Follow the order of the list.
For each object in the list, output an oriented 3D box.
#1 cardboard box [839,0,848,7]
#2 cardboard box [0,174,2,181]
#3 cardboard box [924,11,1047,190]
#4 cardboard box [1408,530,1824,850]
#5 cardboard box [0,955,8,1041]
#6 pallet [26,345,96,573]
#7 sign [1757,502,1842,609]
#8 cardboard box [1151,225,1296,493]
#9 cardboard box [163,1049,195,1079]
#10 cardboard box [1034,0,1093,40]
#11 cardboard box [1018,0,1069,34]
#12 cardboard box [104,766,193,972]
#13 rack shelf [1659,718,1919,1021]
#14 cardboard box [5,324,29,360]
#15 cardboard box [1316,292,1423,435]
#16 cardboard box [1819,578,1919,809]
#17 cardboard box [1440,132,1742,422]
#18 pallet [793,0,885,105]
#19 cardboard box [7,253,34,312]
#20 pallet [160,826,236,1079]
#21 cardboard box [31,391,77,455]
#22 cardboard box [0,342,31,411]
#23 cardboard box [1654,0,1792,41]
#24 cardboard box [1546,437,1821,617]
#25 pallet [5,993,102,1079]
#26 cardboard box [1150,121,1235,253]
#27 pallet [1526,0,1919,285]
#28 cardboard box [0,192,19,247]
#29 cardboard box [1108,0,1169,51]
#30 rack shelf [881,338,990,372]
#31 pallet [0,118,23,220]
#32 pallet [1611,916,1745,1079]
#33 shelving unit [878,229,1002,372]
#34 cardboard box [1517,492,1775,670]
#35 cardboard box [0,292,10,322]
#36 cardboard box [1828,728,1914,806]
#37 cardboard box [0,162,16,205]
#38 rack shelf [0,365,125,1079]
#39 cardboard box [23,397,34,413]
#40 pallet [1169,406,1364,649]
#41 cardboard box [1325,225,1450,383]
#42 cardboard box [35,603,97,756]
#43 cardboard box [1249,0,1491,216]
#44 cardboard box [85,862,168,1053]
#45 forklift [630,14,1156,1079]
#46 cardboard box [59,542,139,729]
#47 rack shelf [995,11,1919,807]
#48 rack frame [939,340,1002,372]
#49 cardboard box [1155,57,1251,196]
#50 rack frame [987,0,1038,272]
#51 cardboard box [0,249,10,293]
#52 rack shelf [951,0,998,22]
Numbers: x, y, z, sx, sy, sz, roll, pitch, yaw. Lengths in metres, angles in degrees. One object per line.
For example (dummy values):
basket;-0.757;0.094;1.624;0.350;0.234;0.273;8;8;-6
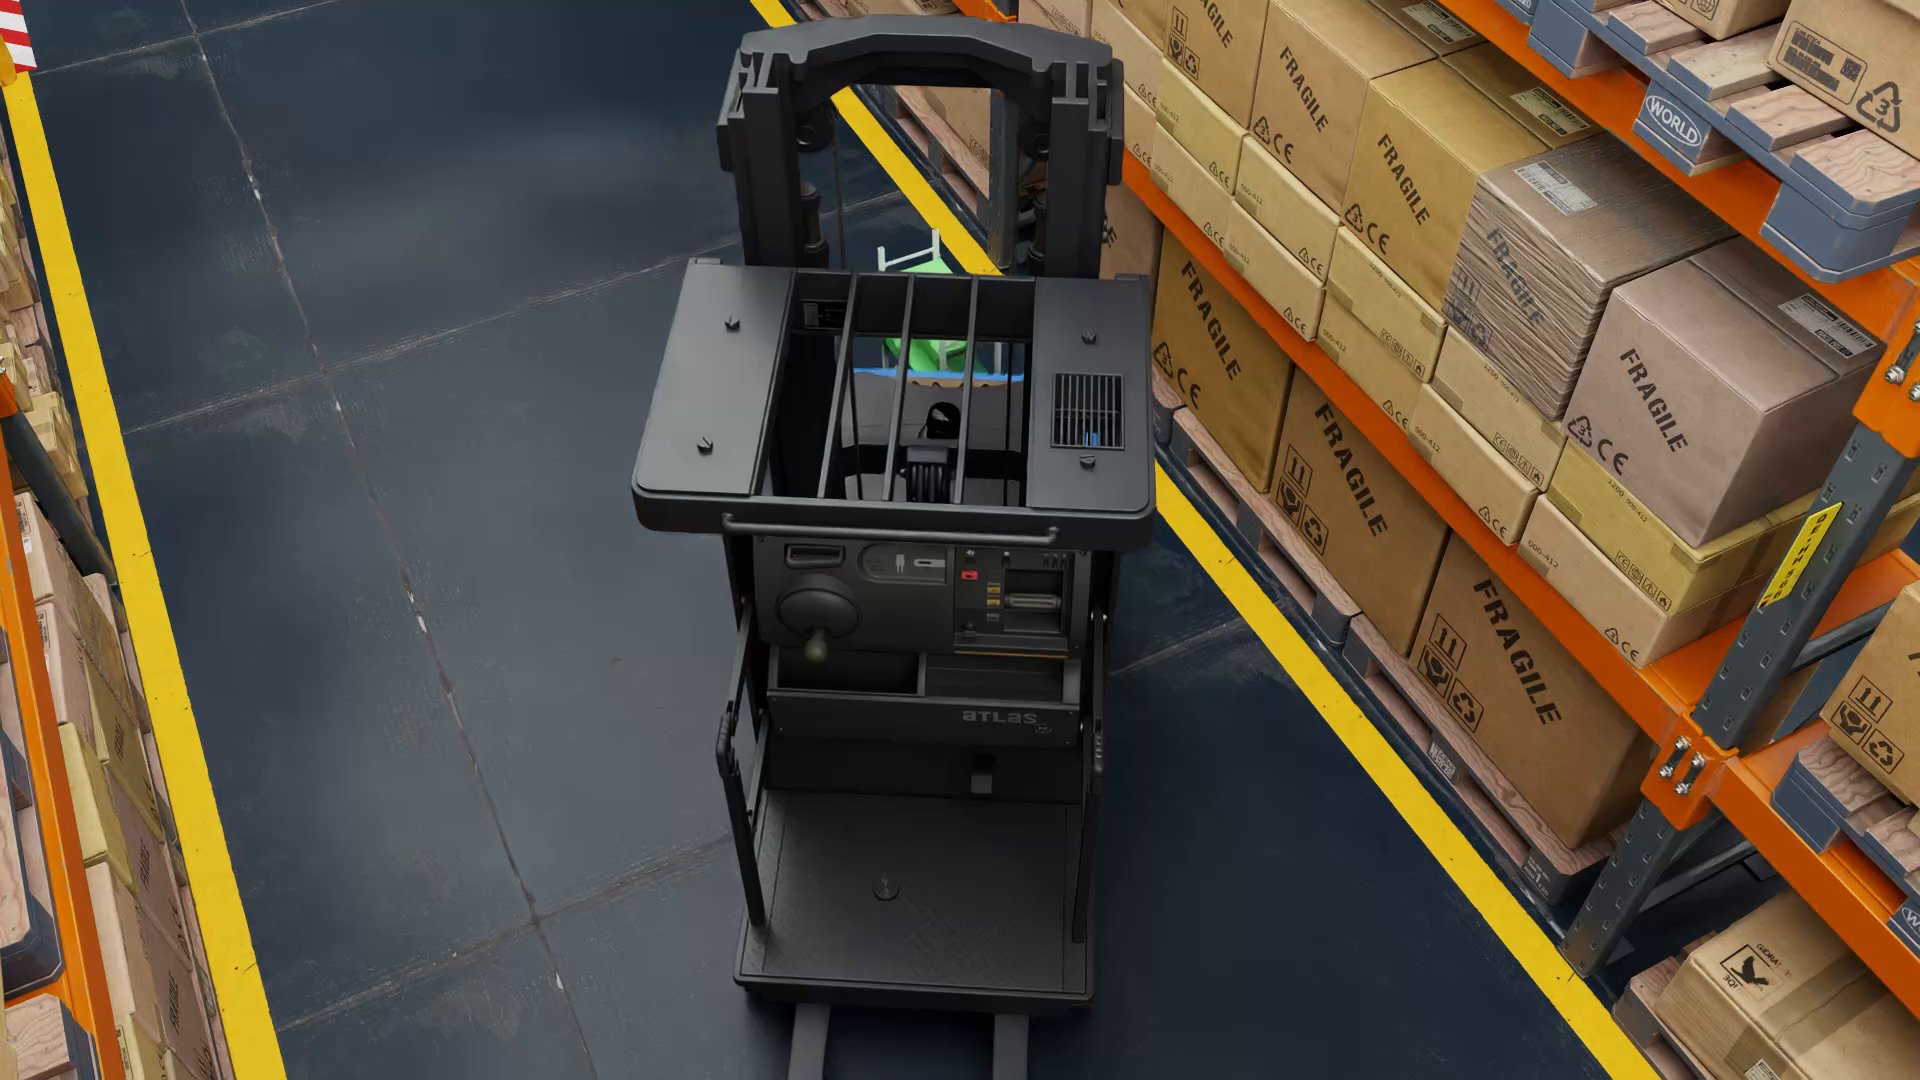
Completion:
cardboard box;-0.412;-3.405;9.051;0.875;0.438;0.875;-20;52;-17
cardboard box;-4.602;-1.707;7.561;0.380;0.149;0.250;-20;52;-17
cardboard box;0.409;-2.202;7.999;0.875;0.438;0.875;-22;52;-18
cardboard box;2.189;0.298;5.522;0.875;0.875;0.875;-22;52;-18
cardboard box;-2.321;1.036;3.632;0.380;0.149;0.250;-19;51;-16
pallet;-4.093;-0.196;6.674;1.003;0.211;1.213;-21;52;-18
sign;1.939;0.040;3.846;0.100;0.325;0.005;-21;52;-18
cardboard box;1.376;-0.899;6.569;0.875;0.875;0.875;-20;52;-16
cardboard box;-2.254;1.788;4.467;0.500;0.500;0.500;-21;52;-17
cardboard box;0.551;-2.173;6.318;0.500;0.250;0.500;-23;53;-19
cardboard box;0.568;-2.015;6.512;0.500;0.250;0.500;-22;52;-18
cardboard box;-2.726;1.105;5.065;0.500;0.500;0.500;-22;52;-18
rack shelf;3.346;1.803;3.551;1.077;0.370;4.000;-21;52;-18
cardboard box;-4.077;-0.710;6.886;0.380;0.149;0.250;-22;52;-18
cardboard box;1.505;-0.651;5.319;0.500;0.250;0.500;-22;52;-18
cardboard box;2.431;0.339;3.810;0.500;0.500;0.500;-23;53;-19
cardboard box;1.720;-0.731;4.559;0.500;0.500;0.500;-20;52;-17
pallet;-0.240;-2.885;9.026;1.003;0.211;1.213;-21;52;-18
cardboard box;-4.265;-1.085;7.214;0.380;0.149;0.250;-22;53;-18
pallet;-2.834;1.579;5.121;1.003;0.211;1.213;-21;52;-18
cardboard box;-3.757;-0.409;6.623;0.380;0.149;0.250;-20;52;-16
cardboard box;-3.801;-0.579;6.376;0.380;0.149;0.250;-19;51;-16
cardboard box;1.809;-1.528;3.648;0.700;0.500;0.500;-24;53;-19
cardboard box;1.984;-0.124;4.526;0.500;0.250;0.500;-21;52;-18
pallet;-2.345;1.623;3.358;1.213;0.211;1.003;-21;52;-18
cardboard box;1.026;-1.321;5.904;0.500;0.250;0.500;-22;52;-18
pallet;2.089;-1.110;3.754;1.213;0.211;1.003;-19;51;-16
cardboard box;-4.350;-1.355;7.252;0.380;0.149;0.250;-21;52;-17
cardboard box;0.804;-2.087;5.745;0.500;0.500;0.500;-21;52;-18
rack shelf;-0.074;-0.643;6.174;0.258;0.148;0.480;-21;52;-18
pallet;-5.210;-1.829;8.102;1.003;0.211;1.213;-21;52;-18
pallet;2.788;1.669;5.043;1.003;0.211;1.213;-21;52;-18
shelving unit;-0.074;-0.527;6.306;0.258;1.200;0.503;-21;52;-18
cardboard box;1.969;0.028;4.725;0.500;0.250;0.500;-23;53;-19
cardboard box;-4.201;-0.990;6.933;0.380;0.149;0.250;-19;51;-16
cardboard box;2.415;0.454;4.141;0.380;0.149;0.250;-24;53;-20
cardboard box;-4.609;-1.620;7.682;0.380;0.149;0.250;-23;53;-19
rack shelf;-2.839;0.898;4.342;1.077;0.370;4.000;-21;52;-18
cardboard box;-3.831;-0.466;6.475;0.380;0.149;0.250;-21;52;-17
pallet;1.583;-0.224;6.698;1.003;0.211;1.213;-21;52;-18
cardboard box;1.493;-0.802;5.119;0.500;0.250;0.500;-22;53;-18
cardboard box;-2.965;0.521;5.078;0.500;0.250;0.500;-19;51;-16
cardboard box;1.274;-1.407;5.150;0.500;0.500;0.500;-22;52;-18
cardboard box;-2.471;1.218;4.468;0.500;0.250;0.500;-21;52;-17
forklift;-0.117;0.263;4.466;1.130;2.935;3.031;3;49;2
cardboard box;-3.192;0.416;5.667;0.500;0.500;0.500;-22;52;-18
rack shelf;1.516;-0.874;5.892;1.077;0.370;4.000;-21;52;-18
rack frame;0.038;-0.364;6.164;0.240;1.200;0.015;-21;52;-18
cardboard box;1.022;-1.487;5.718;0.500;0.250;0.500;-21;52;-17
rack frame;0.601;-2.450;6.792;1.000;3.000;0.127;-21;52;-18
cardboard box;-4.144;-1.097;6.829;0.380;0.149;0.250;-20;52;-17
rack shelf;-0.314;-3.551;8.234;1.077;0.370;4.000;-21;52;-18
